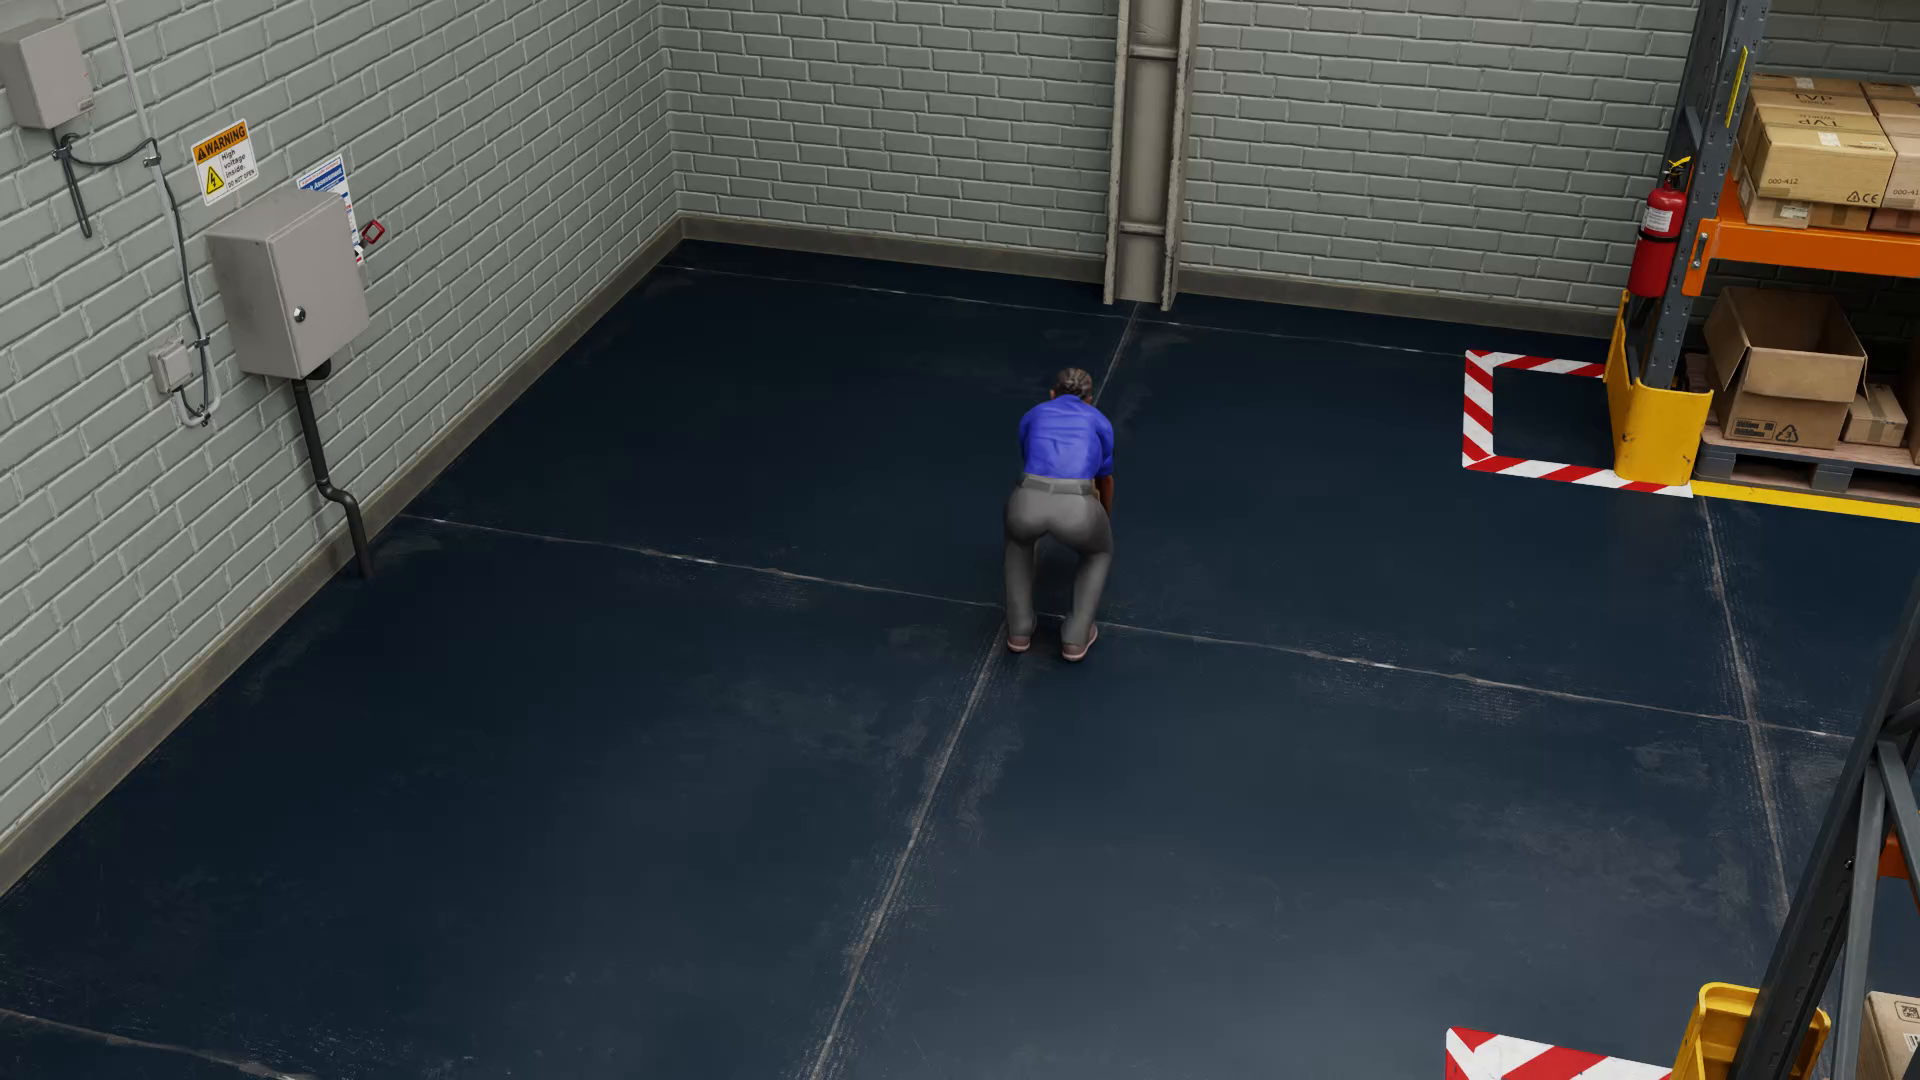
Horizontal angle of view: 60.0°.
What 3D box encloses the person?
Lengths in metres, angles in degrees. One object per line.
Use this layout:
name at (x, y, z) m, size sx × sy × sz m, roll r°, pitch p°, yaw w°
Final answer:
person at (0.417, -0.101, 6.881) m, size 0.460 × 1.027 × 0.861 m, roll 7°, pitch 34°, yaw 10°
